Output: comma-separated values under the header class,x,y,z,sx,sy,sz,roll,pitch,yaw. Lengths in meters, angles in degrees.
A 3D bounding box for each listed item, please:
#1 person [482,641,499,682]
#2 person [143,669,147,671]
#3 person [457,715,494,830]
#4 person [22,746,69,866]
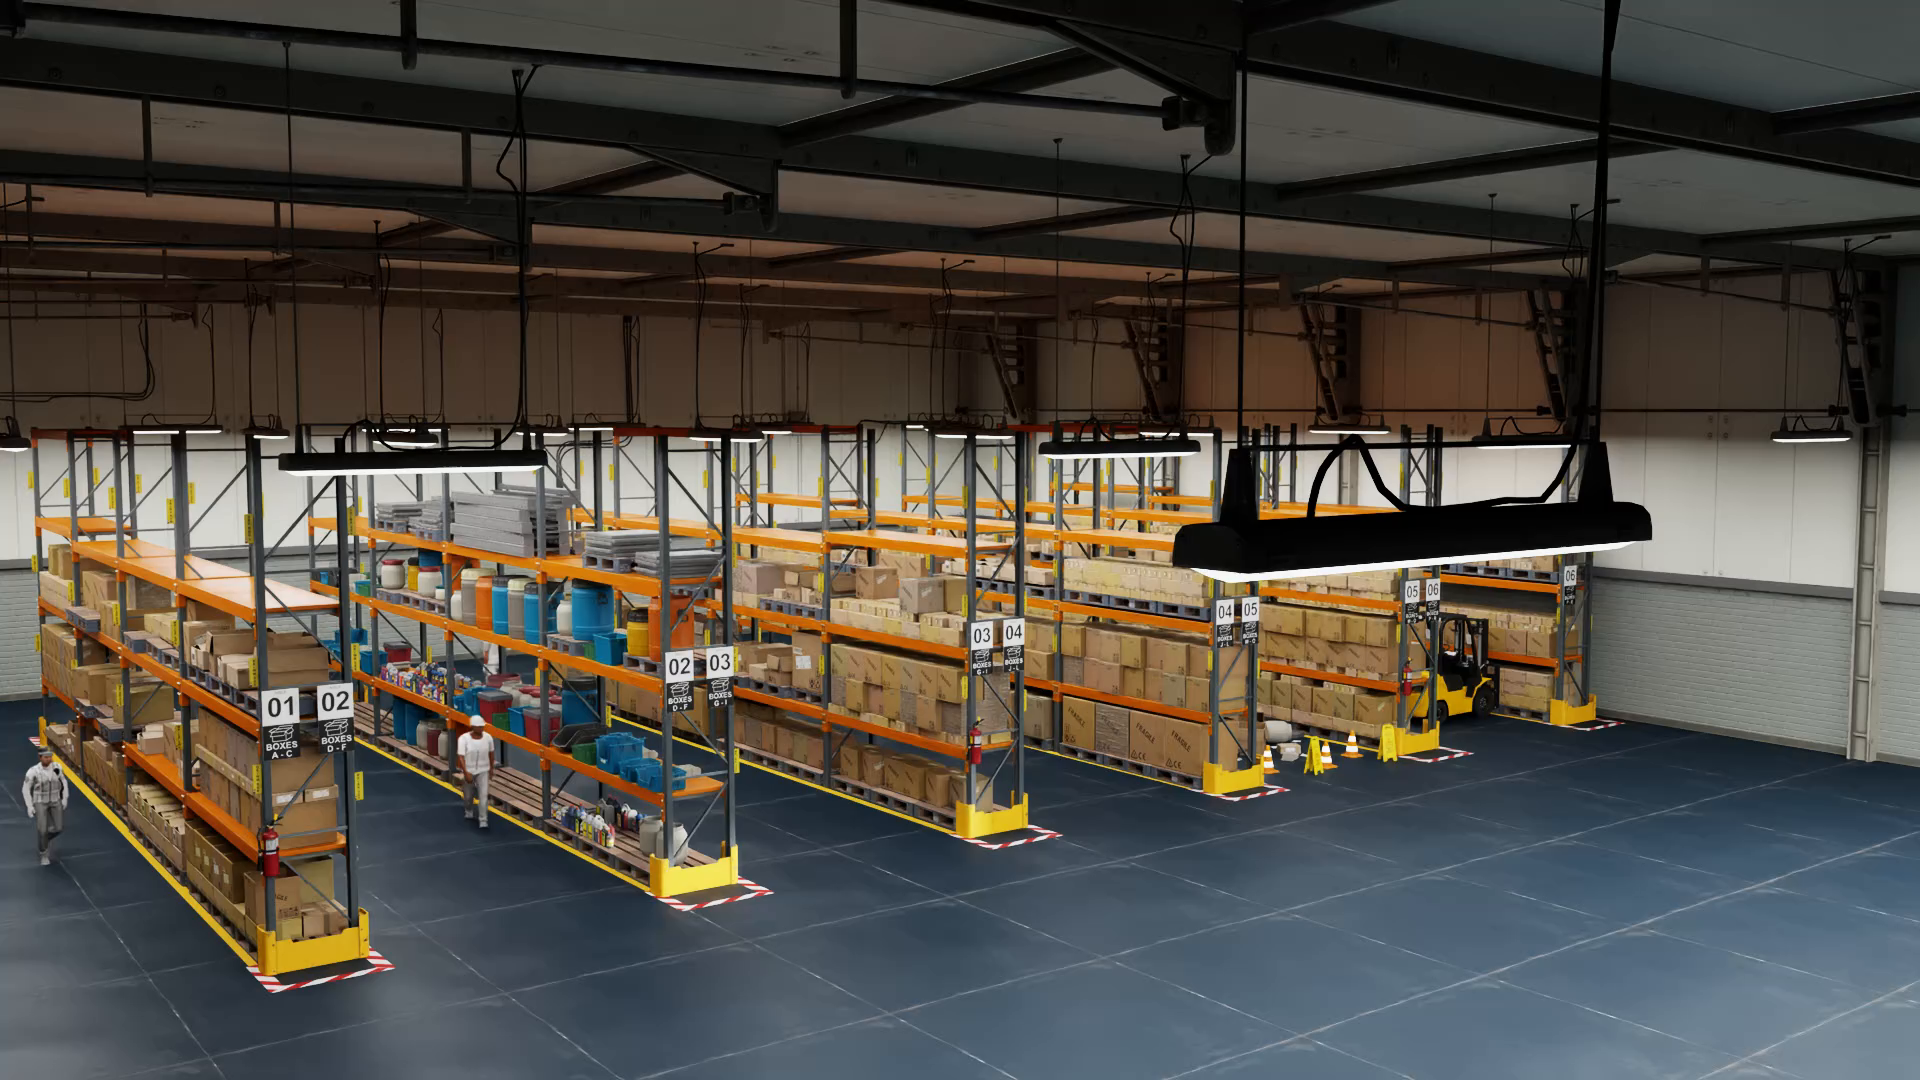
class,x,y,z,sx,sy,sz,roll,pitch,yaw
person,-10.030,2.667,35.611,0.812,1.776,0.580,1,5,17
person,-16.977,2.773,34.700,0.448,1.609,1.034,-3,5,-34
person,-7.326,3.501,25.223,0.562,1.687,1.136,-2,5,-23
person,-12.836,3.687,23.318,0.549,1.656,0.583,4,6,43
